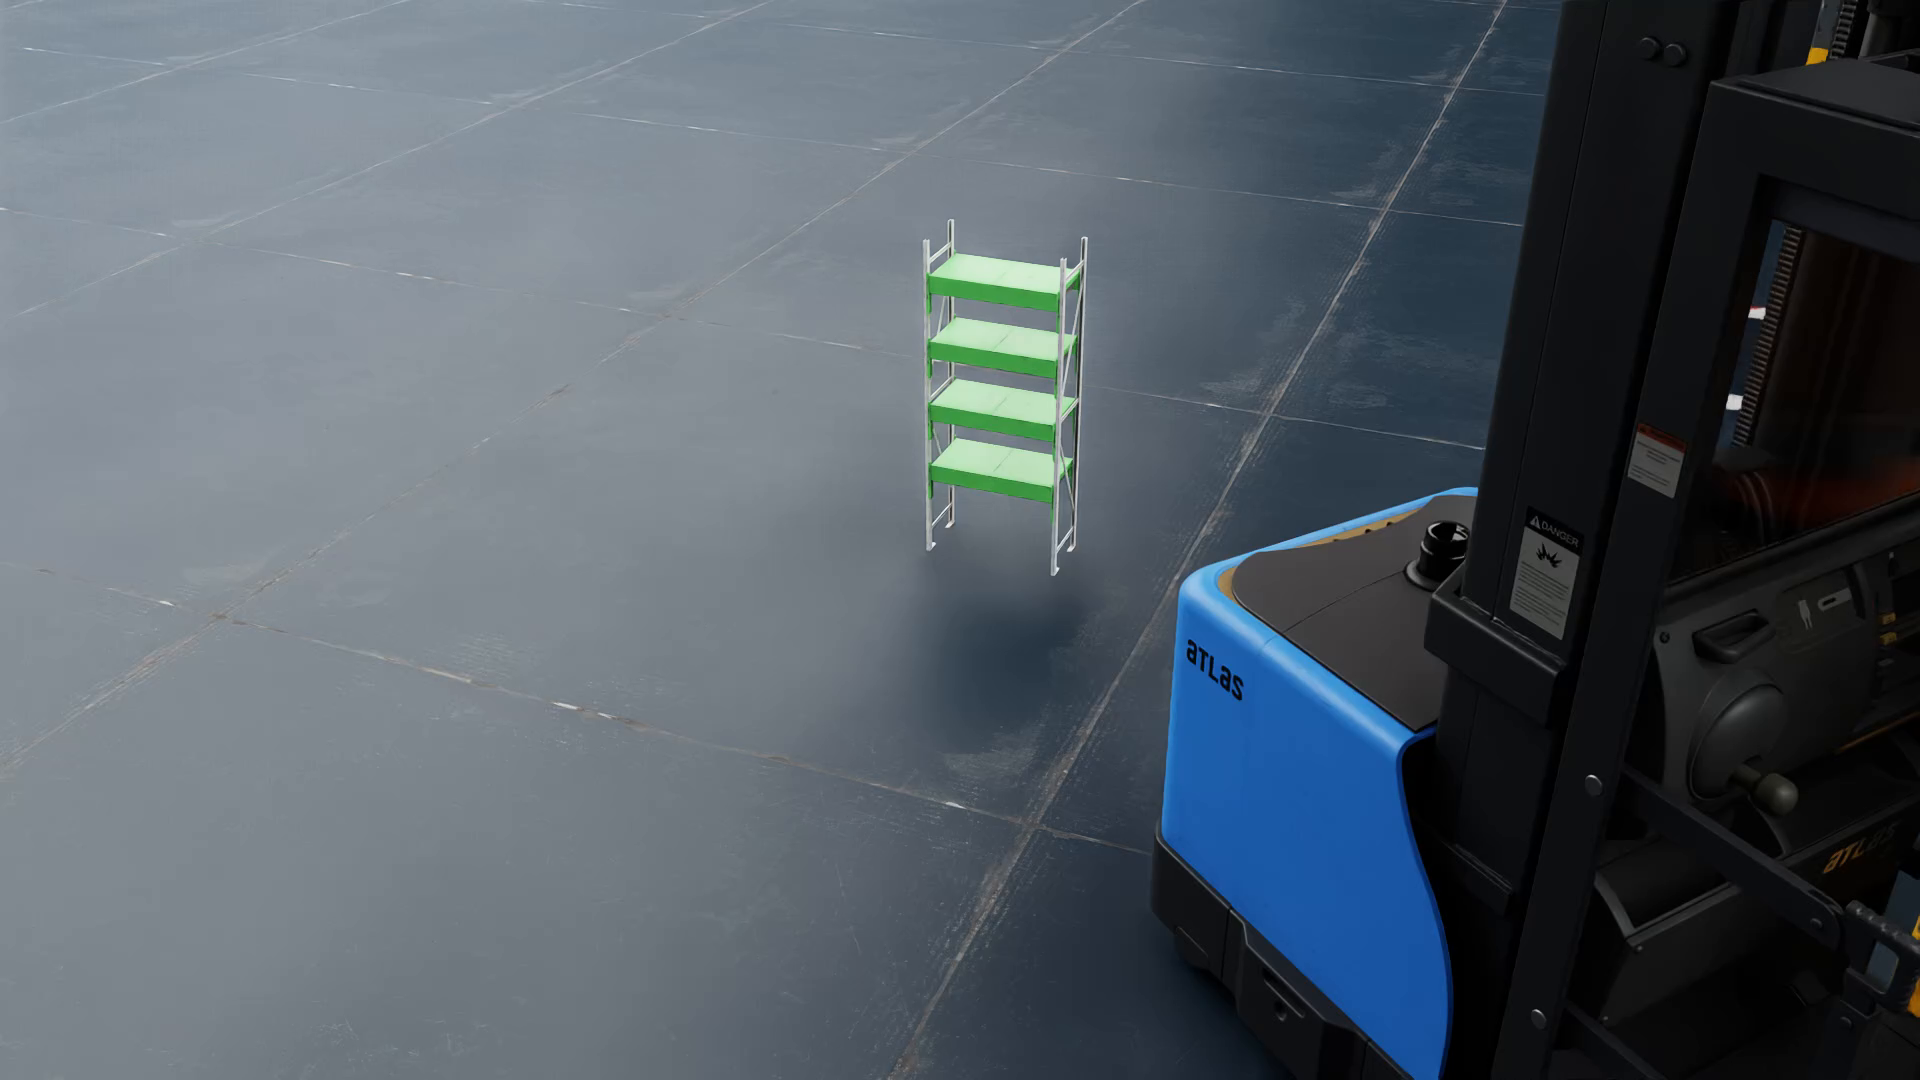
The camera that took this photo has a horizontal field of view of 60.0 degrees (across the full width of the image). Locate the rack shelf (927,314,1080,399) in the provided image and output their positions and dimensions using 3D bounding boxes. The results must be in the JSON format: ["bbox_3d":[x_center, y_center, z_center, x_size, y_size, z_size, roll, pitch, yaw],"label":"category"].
[{"bbox_3d":[0.153,-0.645,5.814,0.480,0.148,0.258,11,31,19],"label":"rack shelf"}]

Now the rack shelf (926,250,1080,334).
[{"bbox_3d":[0.153,-0.854,5.696,0.480,0.148,0.258,11,31,19],"label":"rack shelf"}]

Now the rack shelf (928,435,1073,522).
[{"bbox_3d":[0.153,-0.227,6.050,0.480,0.148,0.258,11,31,19],"label":"rack shelf"}]

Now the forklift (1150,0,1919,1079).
[{"bbox_3d":[1.674,0.247,2.835,1.130,2.935,3.031,-16,33,-26],"label":"forklift"}]

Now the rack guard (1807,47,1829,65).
[{"bbox_3d":[5.974,-3.268,11.525,0.348,0.500,1.175,11,31,19],"label":"rack guard"}]

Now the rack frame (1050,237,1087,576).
[{"bbox_3d":[0.379,-0.447,5.821,0.015,1.200,0.240,11,31,19],"label":"rack frame"}]

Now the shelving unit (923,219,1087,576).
[{"bbox_3d":[0.153,-0.492,5.901,0.503,1.200,0.258,11,31,19],"label":"shelving unit"}]

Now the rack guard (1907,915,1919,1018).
[{"bbox_3d":[2.249,1.250,3.530,0.348,0.500,1.175,11,31,19],"label":"rack guard"}]

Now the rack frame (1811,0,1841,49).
[{"bbox_3d":[5.904,-4.371,10.934,0.127,3.000,1.000,11,31,19],"label":"rack frame"}]

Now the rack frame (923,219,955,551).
[{"bbox_3d":[-0.073,-0.537,5.980,0.015,1.200,0.240,11,31,19],"label":"rack frame"}]

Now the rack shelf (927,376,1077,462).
[{"bbox_3d":[0.153,-0.436,5.932,0.480,0.148,0.258,11,31,19],"label":"rack shelf"}]
